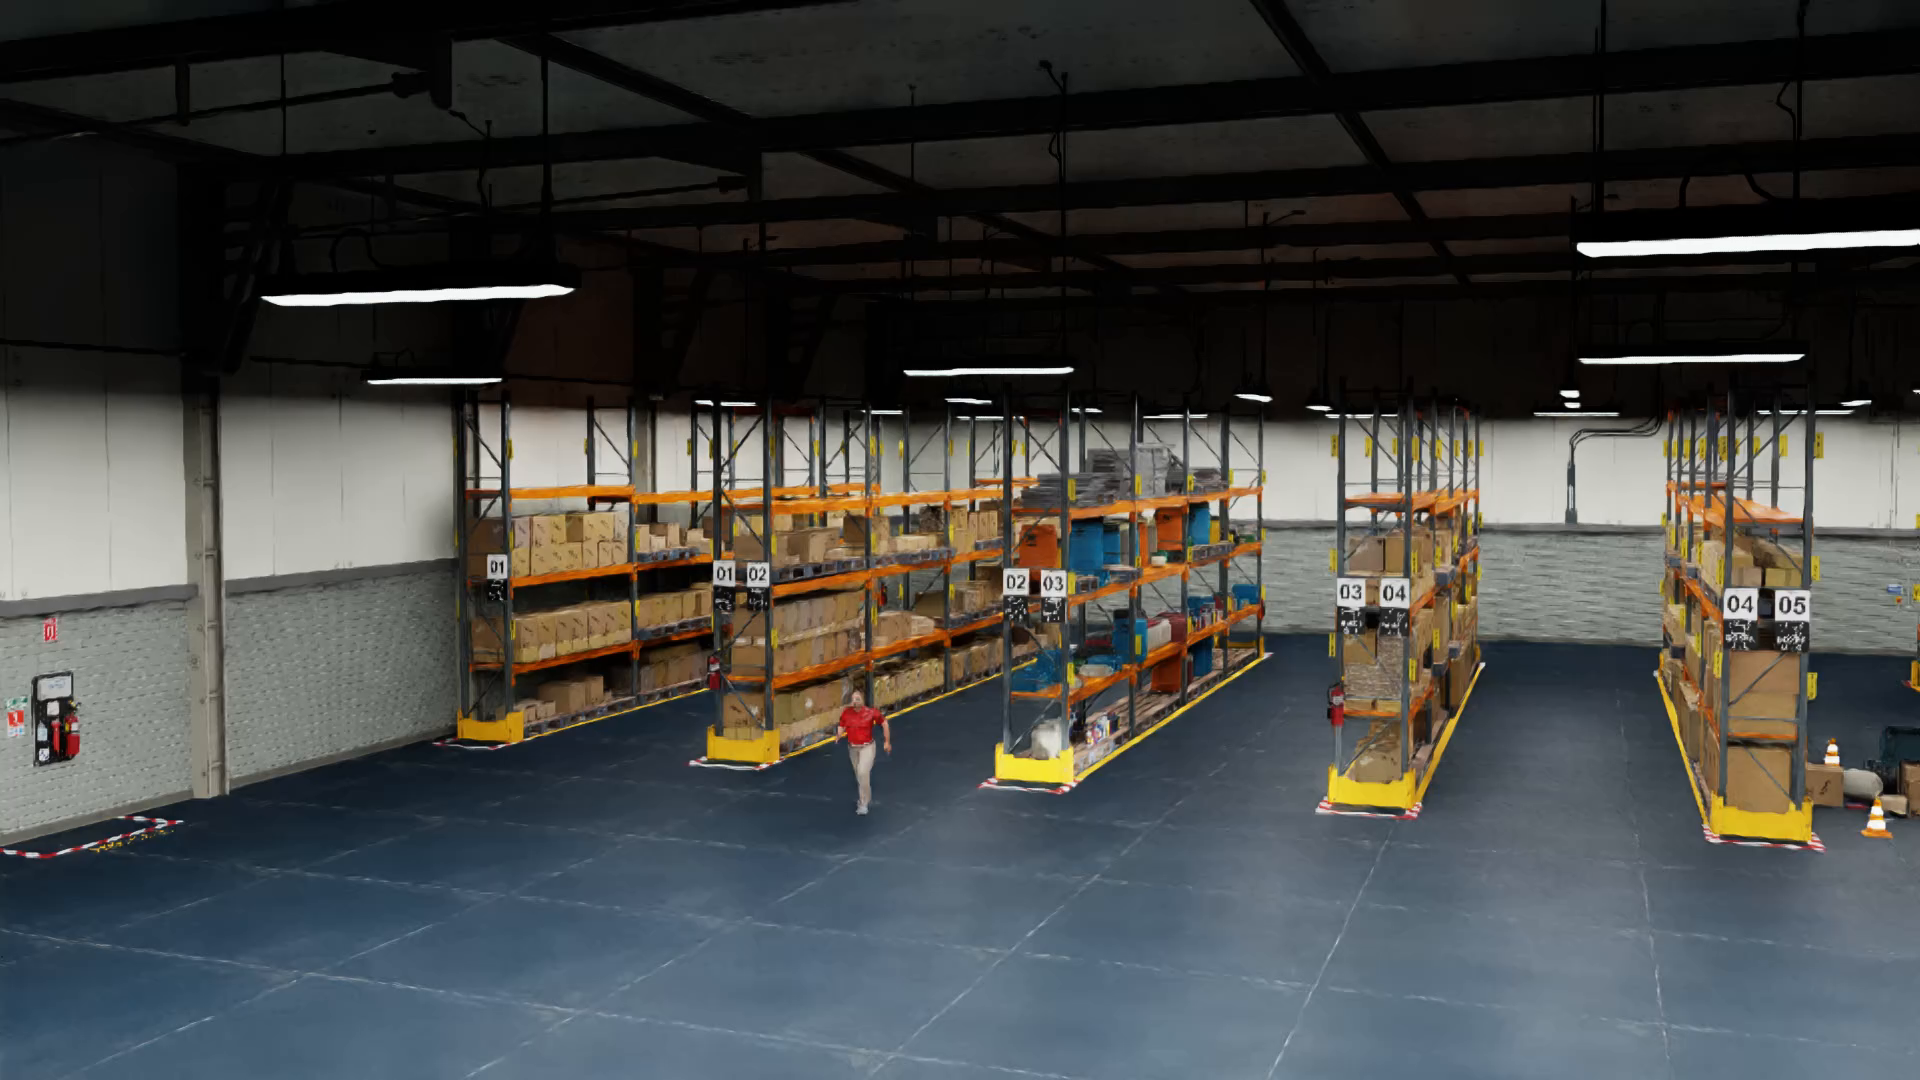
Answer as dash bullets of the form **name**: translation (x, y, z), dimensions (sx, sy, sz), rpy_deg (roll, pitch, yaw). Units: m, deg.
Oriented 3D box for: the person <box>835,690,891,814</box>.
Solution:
- **person**: translation (-1.372, 2.901, 23.095), dimensions (0.686, 1.666, 0.867), rpy_deg (2, 3, 26)
